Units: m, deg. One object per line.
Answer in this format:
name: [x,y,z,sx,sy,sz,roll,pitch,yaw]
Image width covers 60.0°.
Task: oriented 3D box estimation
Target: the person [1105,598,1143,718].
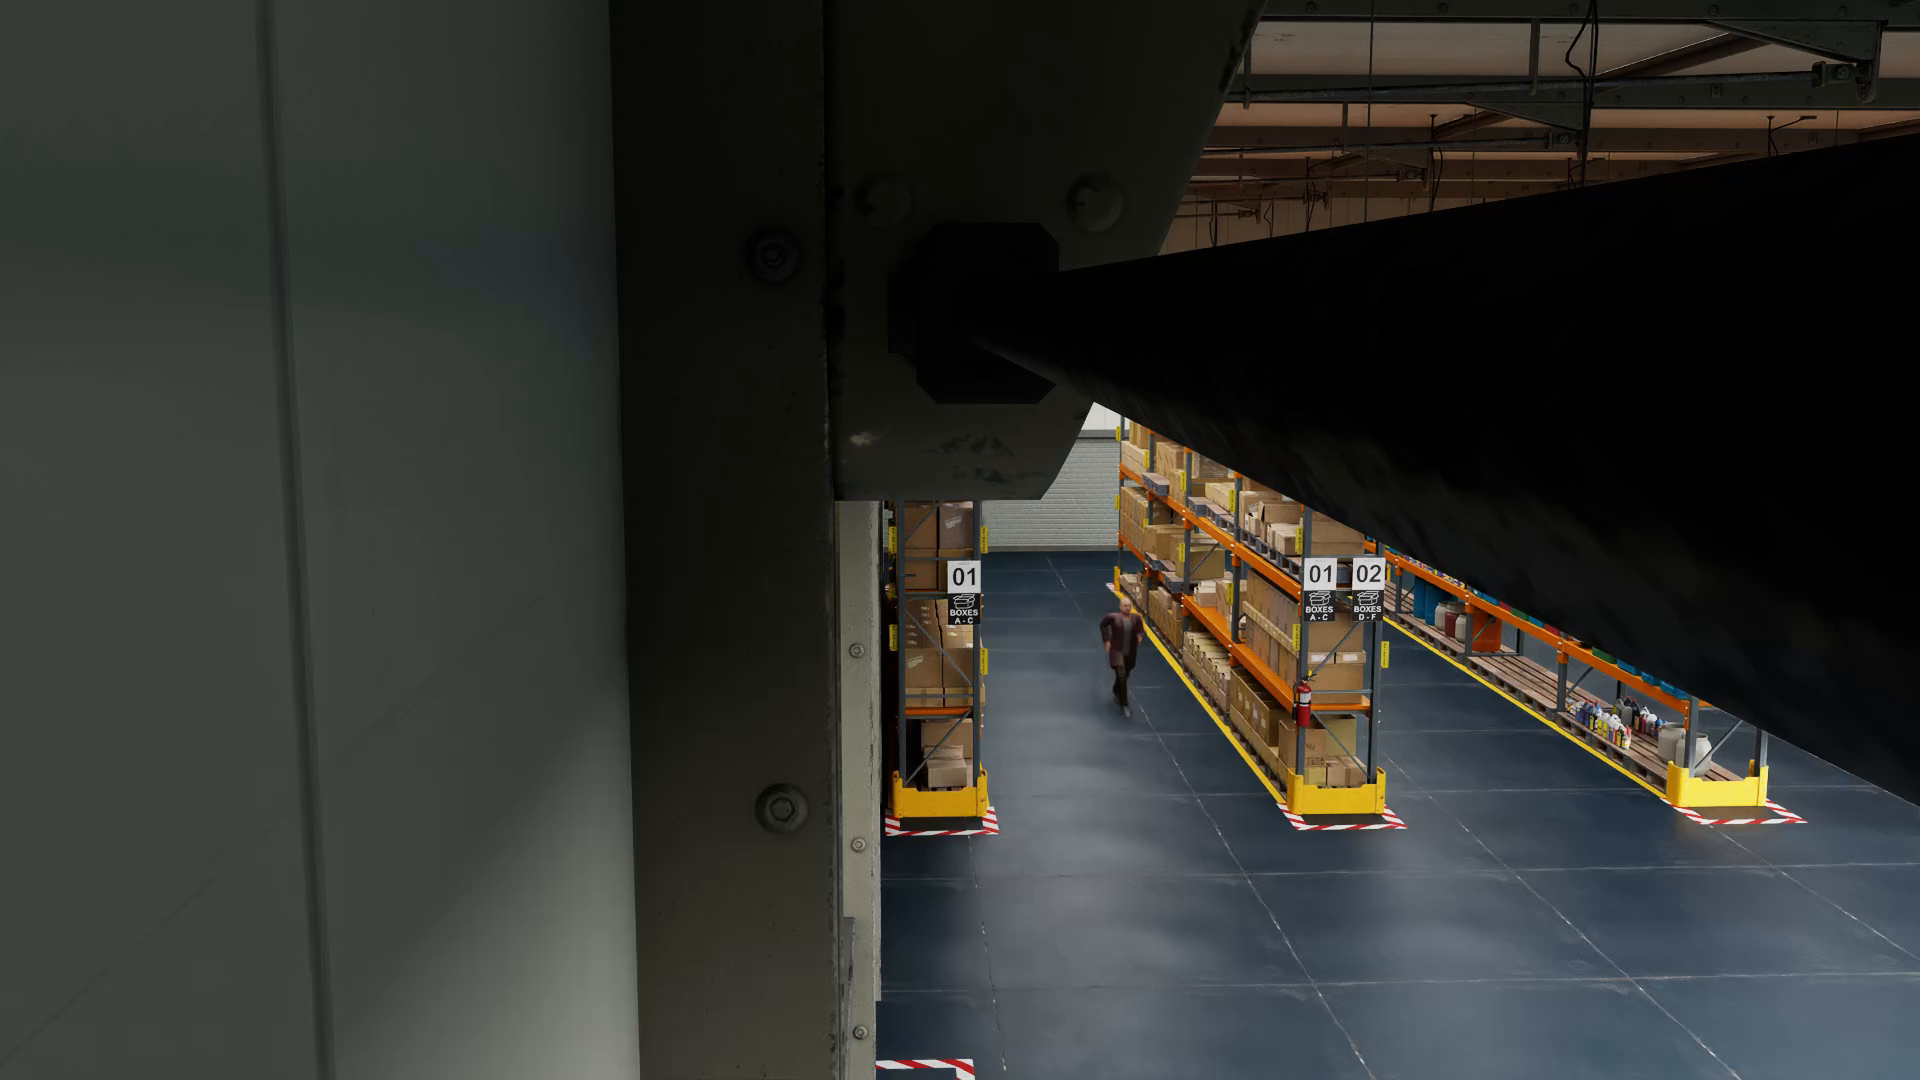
person: [2.520,1.769,25.723,0.613,1.786,1.026,-2,9,-15]
